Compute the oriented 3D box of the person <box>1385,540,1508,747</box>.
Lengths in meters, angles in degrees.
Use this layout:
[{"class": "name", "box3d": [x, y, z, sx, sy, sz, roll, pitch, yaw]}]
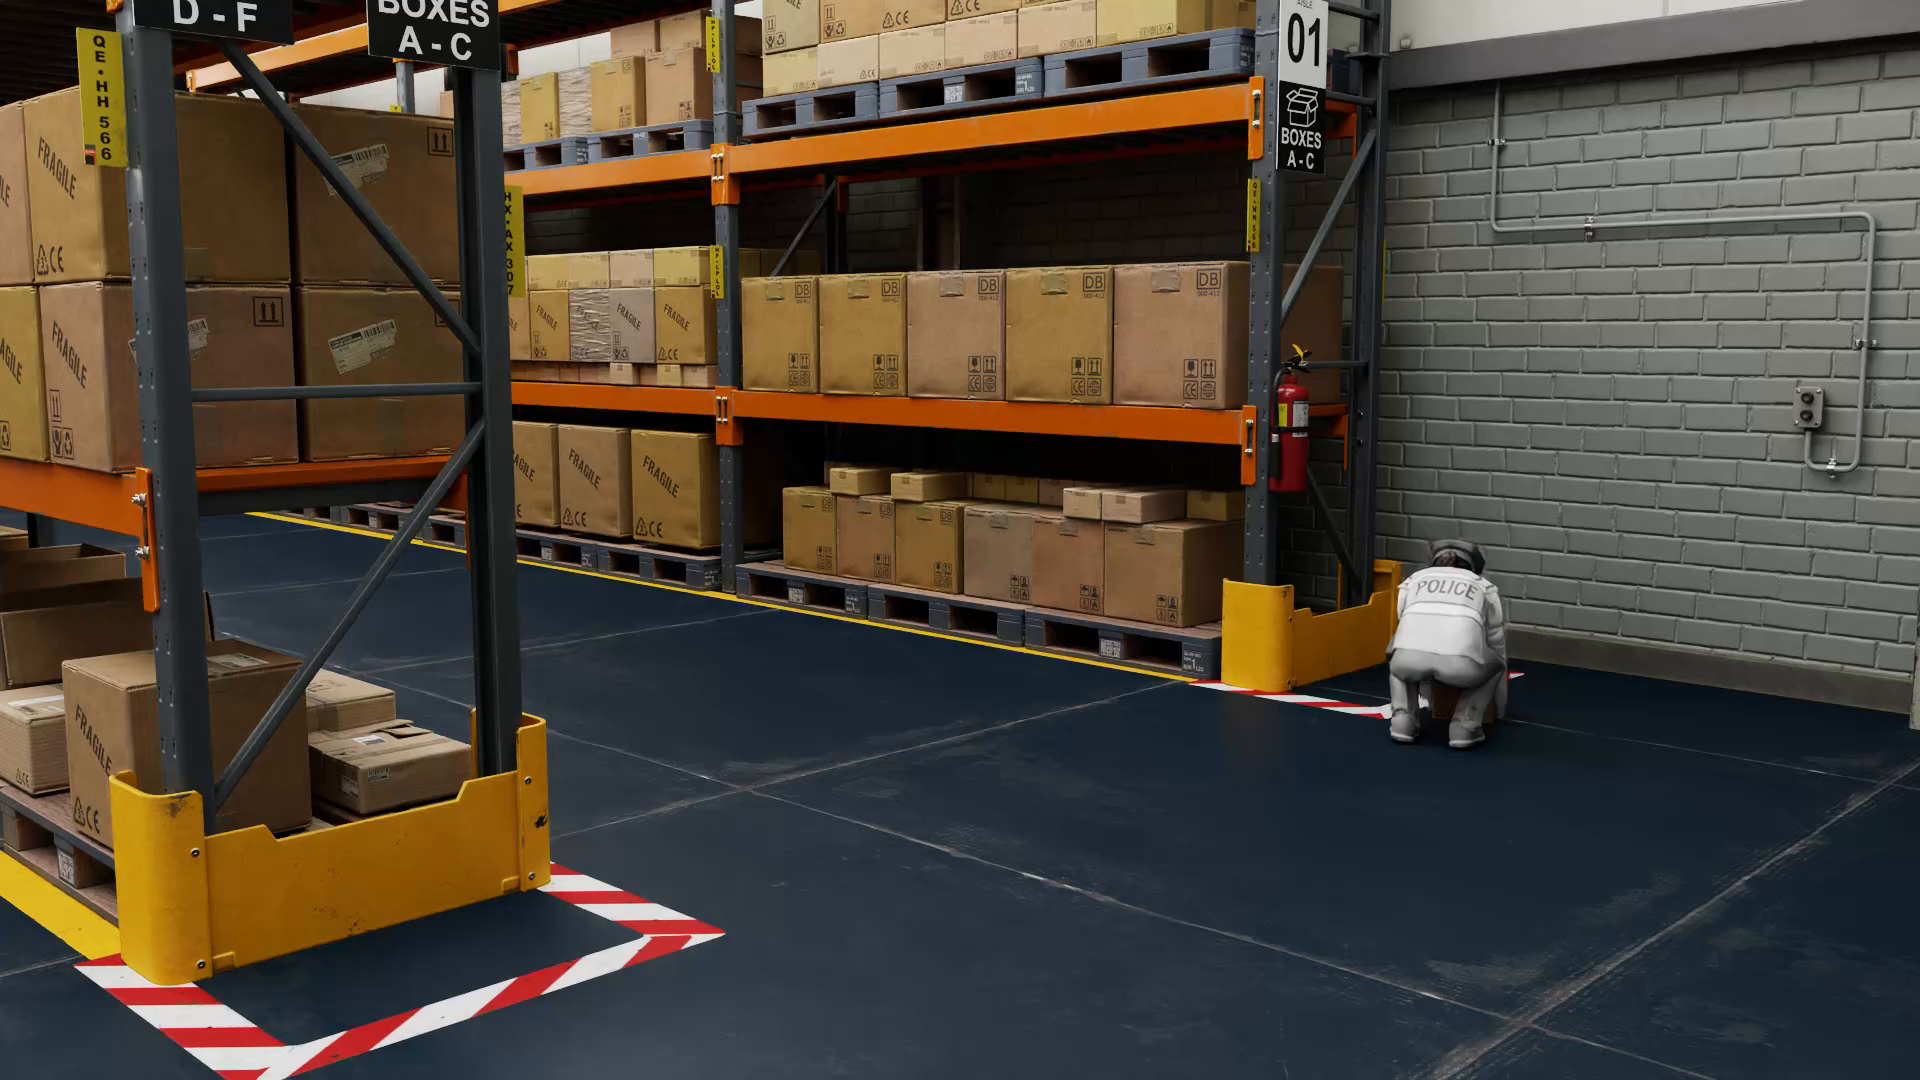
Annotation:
[{"class": "person", "box3d": [2.028, 0.443, 6.963, 0.477, 0.831, 0.883, 3, 8, 26]}]
